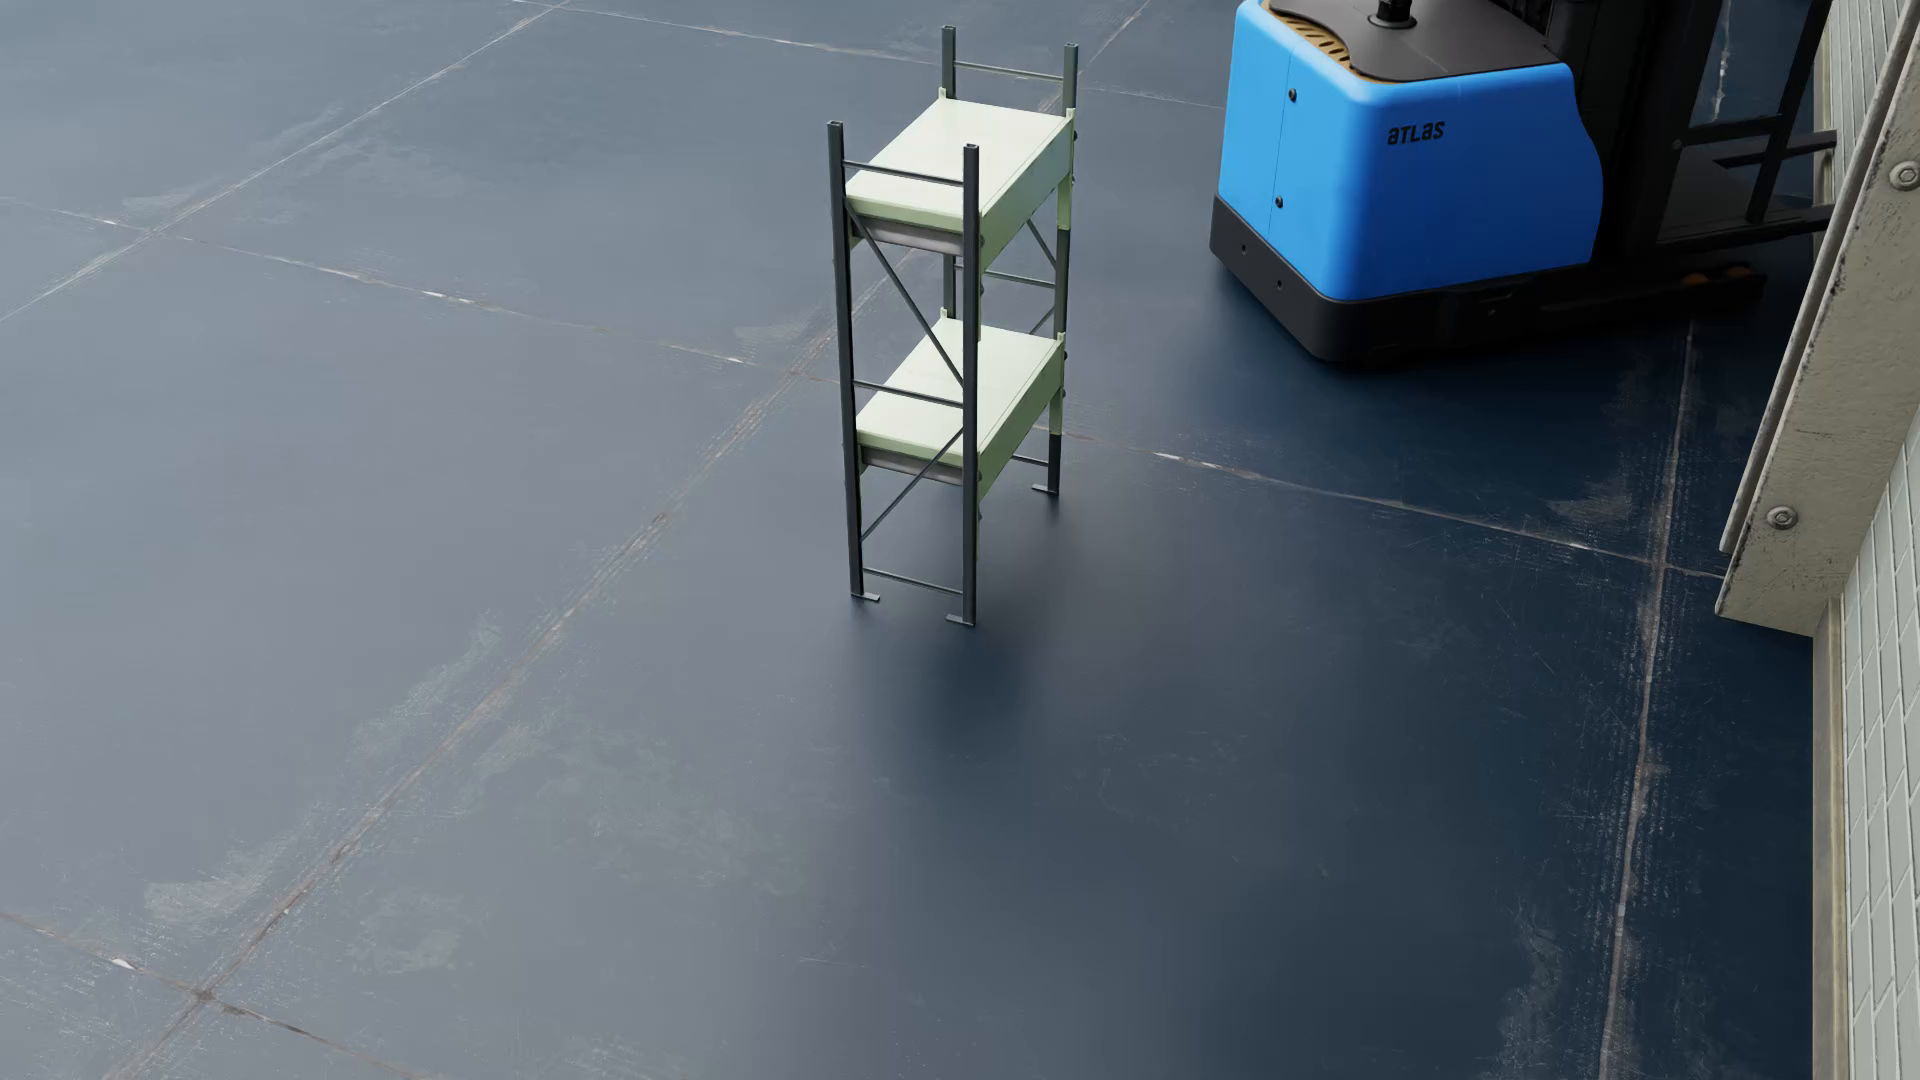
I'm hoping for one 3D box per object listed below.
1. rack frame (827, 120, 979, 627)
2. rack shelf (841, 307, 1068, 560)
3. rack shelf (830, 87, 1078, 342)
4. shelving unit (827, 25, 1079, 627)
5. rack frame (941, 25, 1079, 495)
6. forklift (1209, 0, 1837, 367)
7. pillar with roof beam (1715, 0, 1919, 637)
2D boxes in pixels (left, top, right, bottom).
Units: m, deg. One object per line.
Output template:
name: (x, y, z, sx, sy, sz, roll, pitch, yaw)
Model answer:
rack frame: (-0.142, -0.394, 4.525, 0.400, 1.500, 0.023, 14, 39, 18)
rack shelf: (-0.003, -0.336, 4.991, 0.431, 0.370, 0.720, 14, 39, 18)
rack shelf: (-0.003, -0.910, 4.562, 0.431, 0.370, 0.720, 14, 39, 18)
shelving unit: (-0.003, -0.597, 4.796, 0.431, 1.500, 0.755, 14, 39, 18)
rack frame: (0.137, -0.800, 5.067, 0.400, 1.500, 0.023, 14, 39, 18)
forklift: (2.580, -2.317, 5.901, 3.031, 2.935, 1.130, -11, 38, -14)
pillar with roof beam: (-1.515, -4.437, 3.670, 9.100, 9.000, 0.400, 14, 39, 18)
